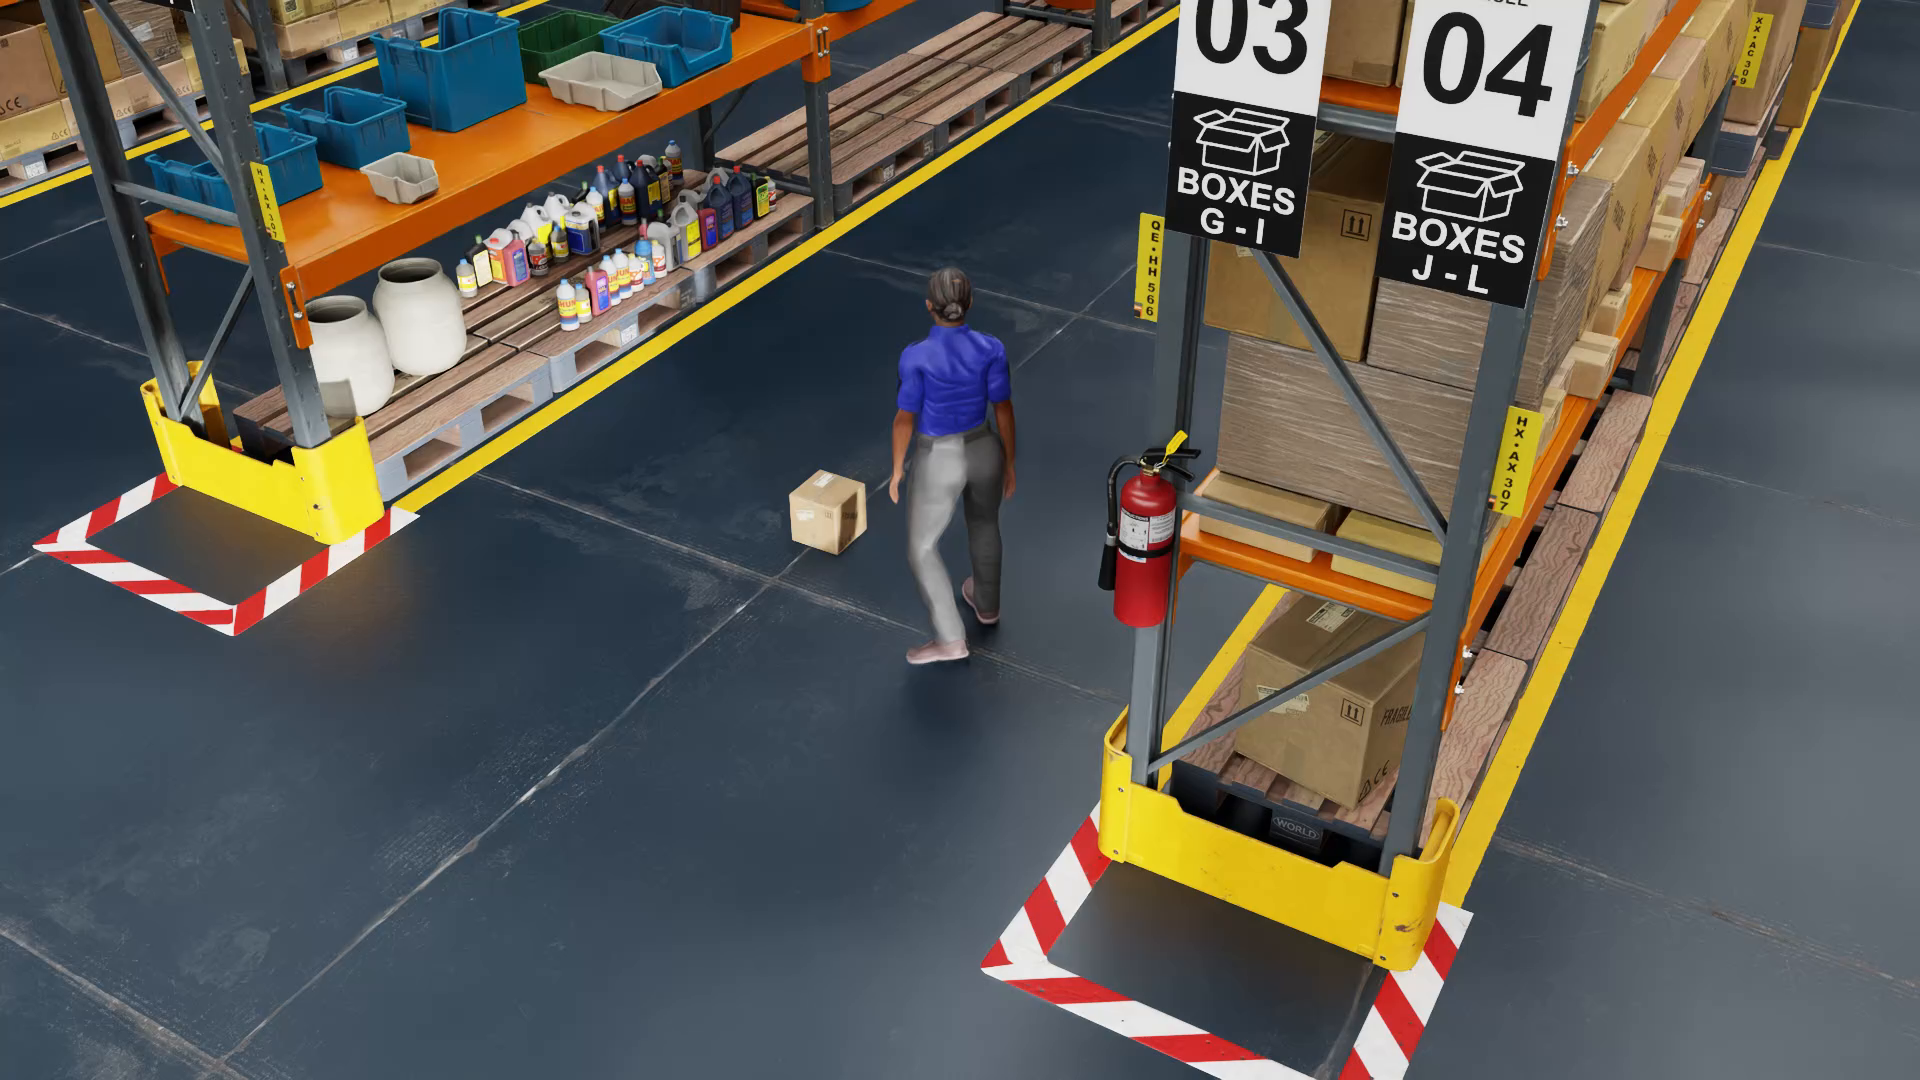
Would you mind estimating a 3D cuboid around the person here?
[{"bbox_3d":[-0.015,-0.251,6.516,0.533,1.627,0.696,-10,36,-15],"label":"person"}]
